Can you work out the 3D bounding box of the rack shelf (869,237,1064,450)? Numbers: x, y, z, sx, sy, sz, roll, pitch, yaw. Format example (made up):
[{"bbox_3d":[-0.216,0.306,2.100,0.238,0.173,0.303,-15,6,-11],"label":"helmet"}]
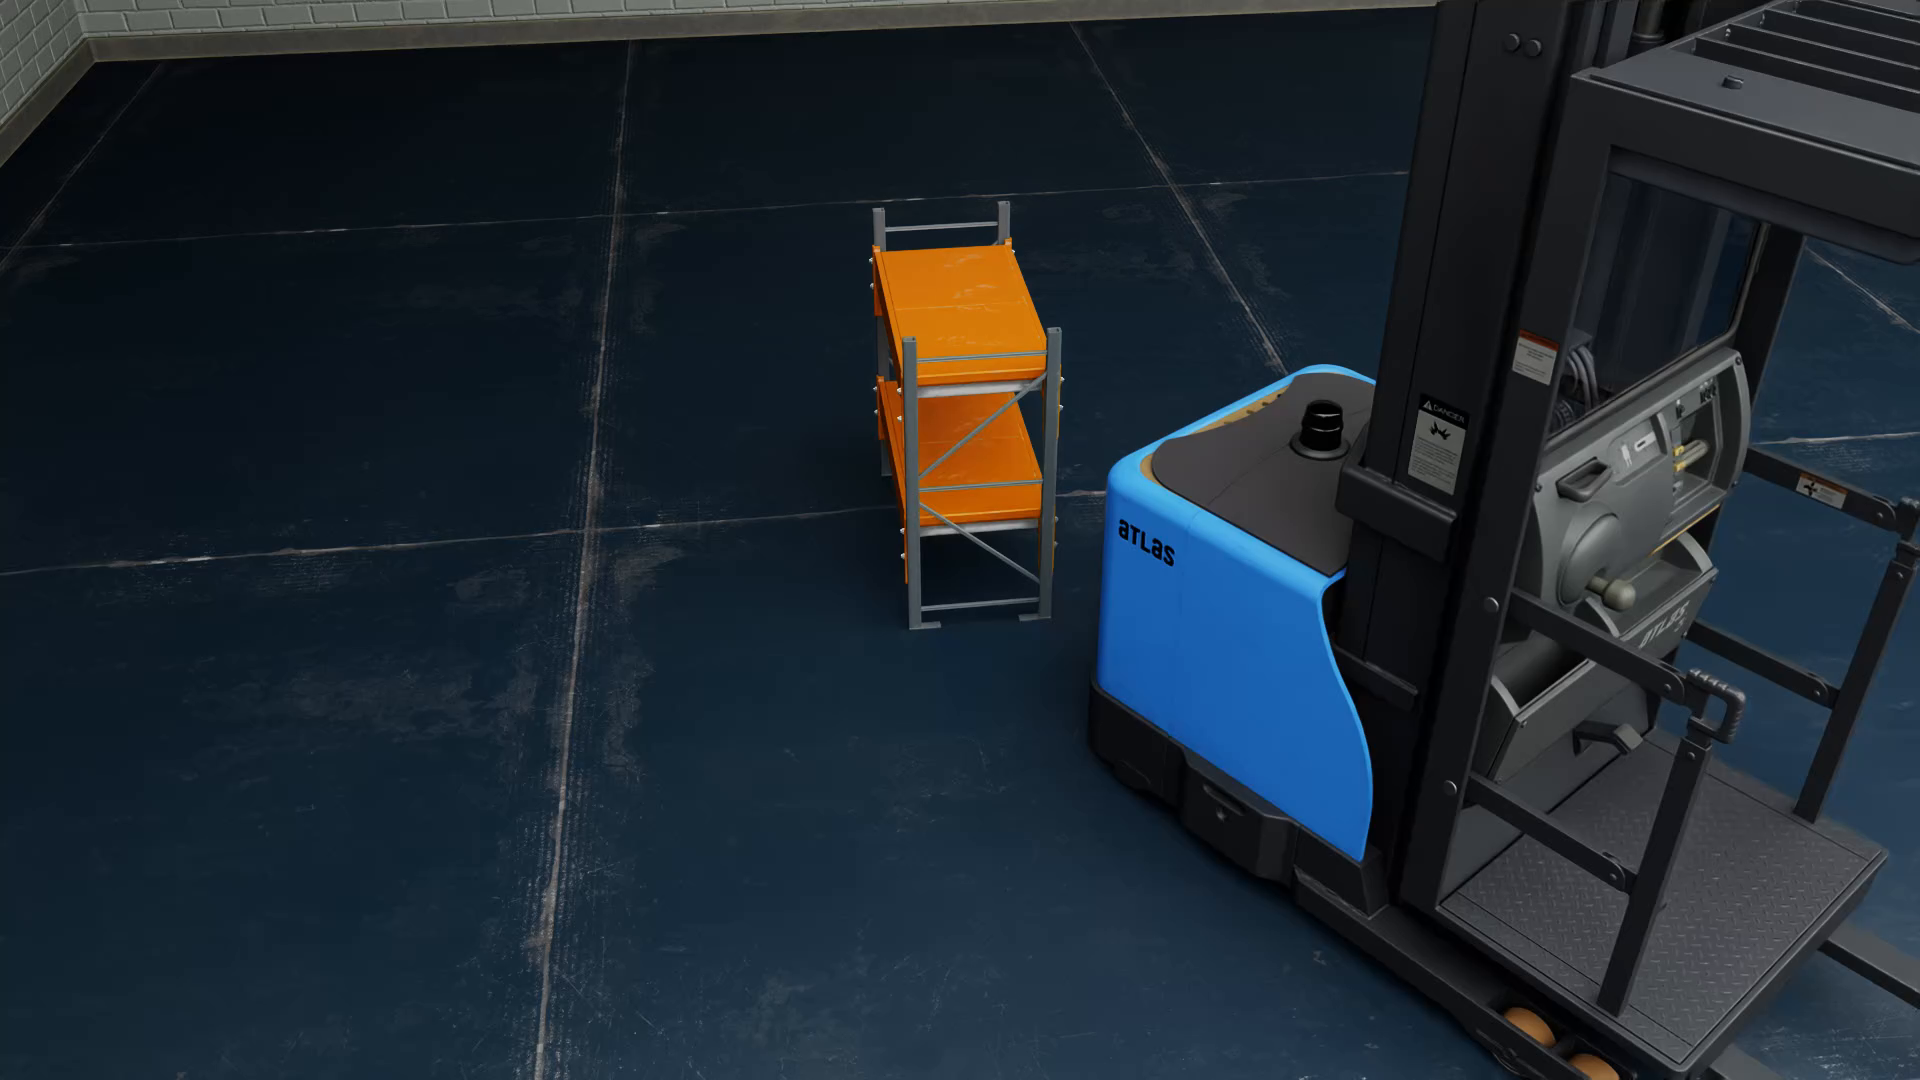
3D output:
[{"bbox_3d":[0.001,-0.703,5.763,0.538,0.278,1.000,-4,35,-6],"label":"rack shelf"}]

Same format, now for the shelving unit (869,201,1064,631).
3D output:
[{"bbox_3d":[0.001,-0.461,5.928,0.538,1.125,1.048,-4,35,-6],"label":"shelving unit"}]

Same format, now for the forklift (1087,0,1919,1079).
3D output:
[{"bbox_3d":[1.748,-0.092,3.782,1.130,2.935,3.031,-26,42,-33],"label":"forklift"}]

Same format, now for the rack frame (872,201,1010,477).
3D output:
[{"bbox_3d":[-0.067,-0.745,6.344,0.500,1.125,0.032,-4,35,-6],"label":"rack frame"}]

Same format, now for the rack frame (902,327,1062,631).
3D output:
[{"bbox_3d":[0.069,-0.177,5.511,0.500,1.125,0.032,-4,35,-6],"label":"rack frame"}]

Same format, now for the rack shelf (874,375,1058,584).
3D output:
[{"bbox_3d":[0.001,-0.259,6.065,0.538,0.278,1.000,-4,35,-6],"label":"rack shelf"}]
